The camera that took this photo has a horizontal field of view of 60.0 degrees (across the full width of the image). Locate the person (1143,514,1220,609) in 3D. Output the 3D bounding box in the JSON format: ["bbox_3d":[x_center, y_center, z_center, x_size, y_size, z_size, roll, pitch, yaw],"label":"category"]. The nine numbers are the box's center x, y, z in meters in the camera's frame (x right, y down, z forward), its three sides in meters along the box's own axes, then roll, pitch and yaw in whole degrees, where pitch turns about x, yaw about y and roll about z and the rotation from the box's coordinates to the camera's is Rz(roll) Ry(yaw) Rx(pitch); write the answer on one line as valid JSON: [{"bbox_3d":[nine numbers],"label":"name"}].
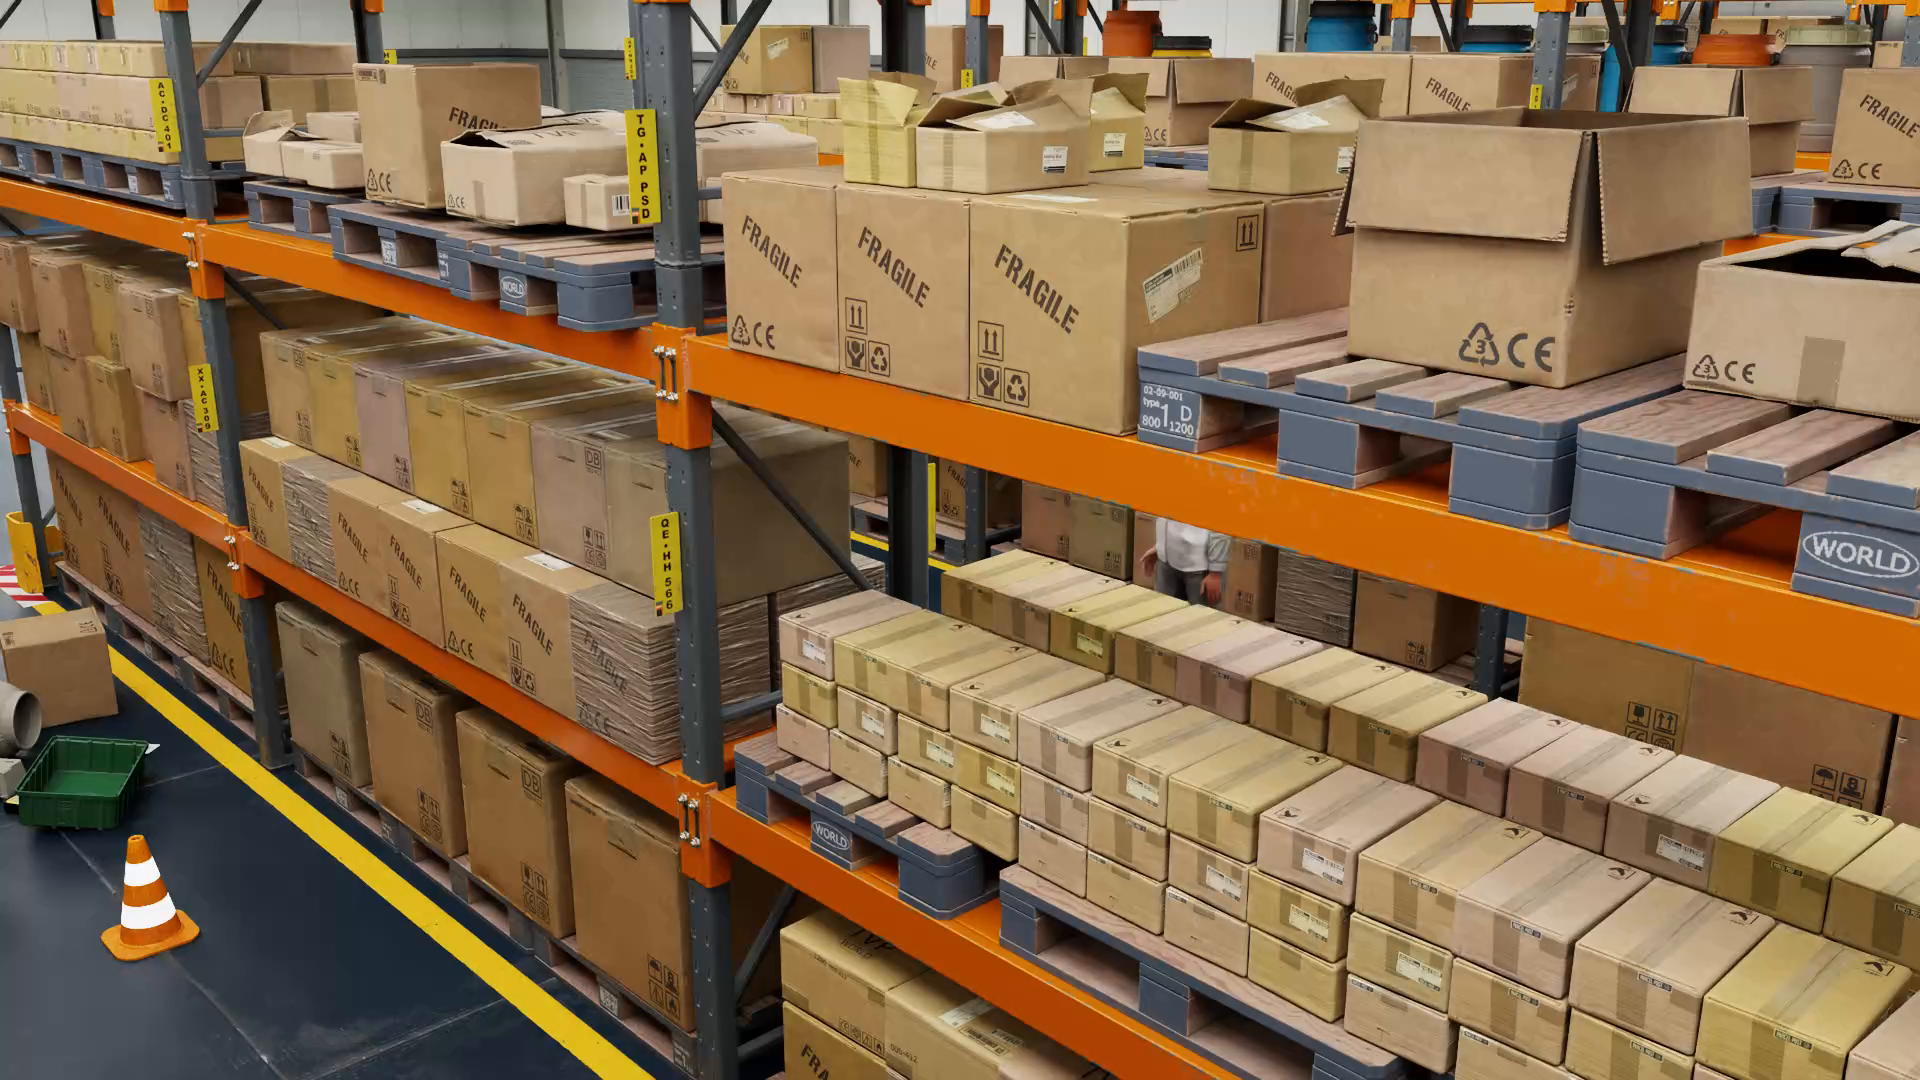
[{"bbox_3d":[1.182,0.109,9.092,0.639,1.766,0.598,0,17,0],"label":"person"}]
